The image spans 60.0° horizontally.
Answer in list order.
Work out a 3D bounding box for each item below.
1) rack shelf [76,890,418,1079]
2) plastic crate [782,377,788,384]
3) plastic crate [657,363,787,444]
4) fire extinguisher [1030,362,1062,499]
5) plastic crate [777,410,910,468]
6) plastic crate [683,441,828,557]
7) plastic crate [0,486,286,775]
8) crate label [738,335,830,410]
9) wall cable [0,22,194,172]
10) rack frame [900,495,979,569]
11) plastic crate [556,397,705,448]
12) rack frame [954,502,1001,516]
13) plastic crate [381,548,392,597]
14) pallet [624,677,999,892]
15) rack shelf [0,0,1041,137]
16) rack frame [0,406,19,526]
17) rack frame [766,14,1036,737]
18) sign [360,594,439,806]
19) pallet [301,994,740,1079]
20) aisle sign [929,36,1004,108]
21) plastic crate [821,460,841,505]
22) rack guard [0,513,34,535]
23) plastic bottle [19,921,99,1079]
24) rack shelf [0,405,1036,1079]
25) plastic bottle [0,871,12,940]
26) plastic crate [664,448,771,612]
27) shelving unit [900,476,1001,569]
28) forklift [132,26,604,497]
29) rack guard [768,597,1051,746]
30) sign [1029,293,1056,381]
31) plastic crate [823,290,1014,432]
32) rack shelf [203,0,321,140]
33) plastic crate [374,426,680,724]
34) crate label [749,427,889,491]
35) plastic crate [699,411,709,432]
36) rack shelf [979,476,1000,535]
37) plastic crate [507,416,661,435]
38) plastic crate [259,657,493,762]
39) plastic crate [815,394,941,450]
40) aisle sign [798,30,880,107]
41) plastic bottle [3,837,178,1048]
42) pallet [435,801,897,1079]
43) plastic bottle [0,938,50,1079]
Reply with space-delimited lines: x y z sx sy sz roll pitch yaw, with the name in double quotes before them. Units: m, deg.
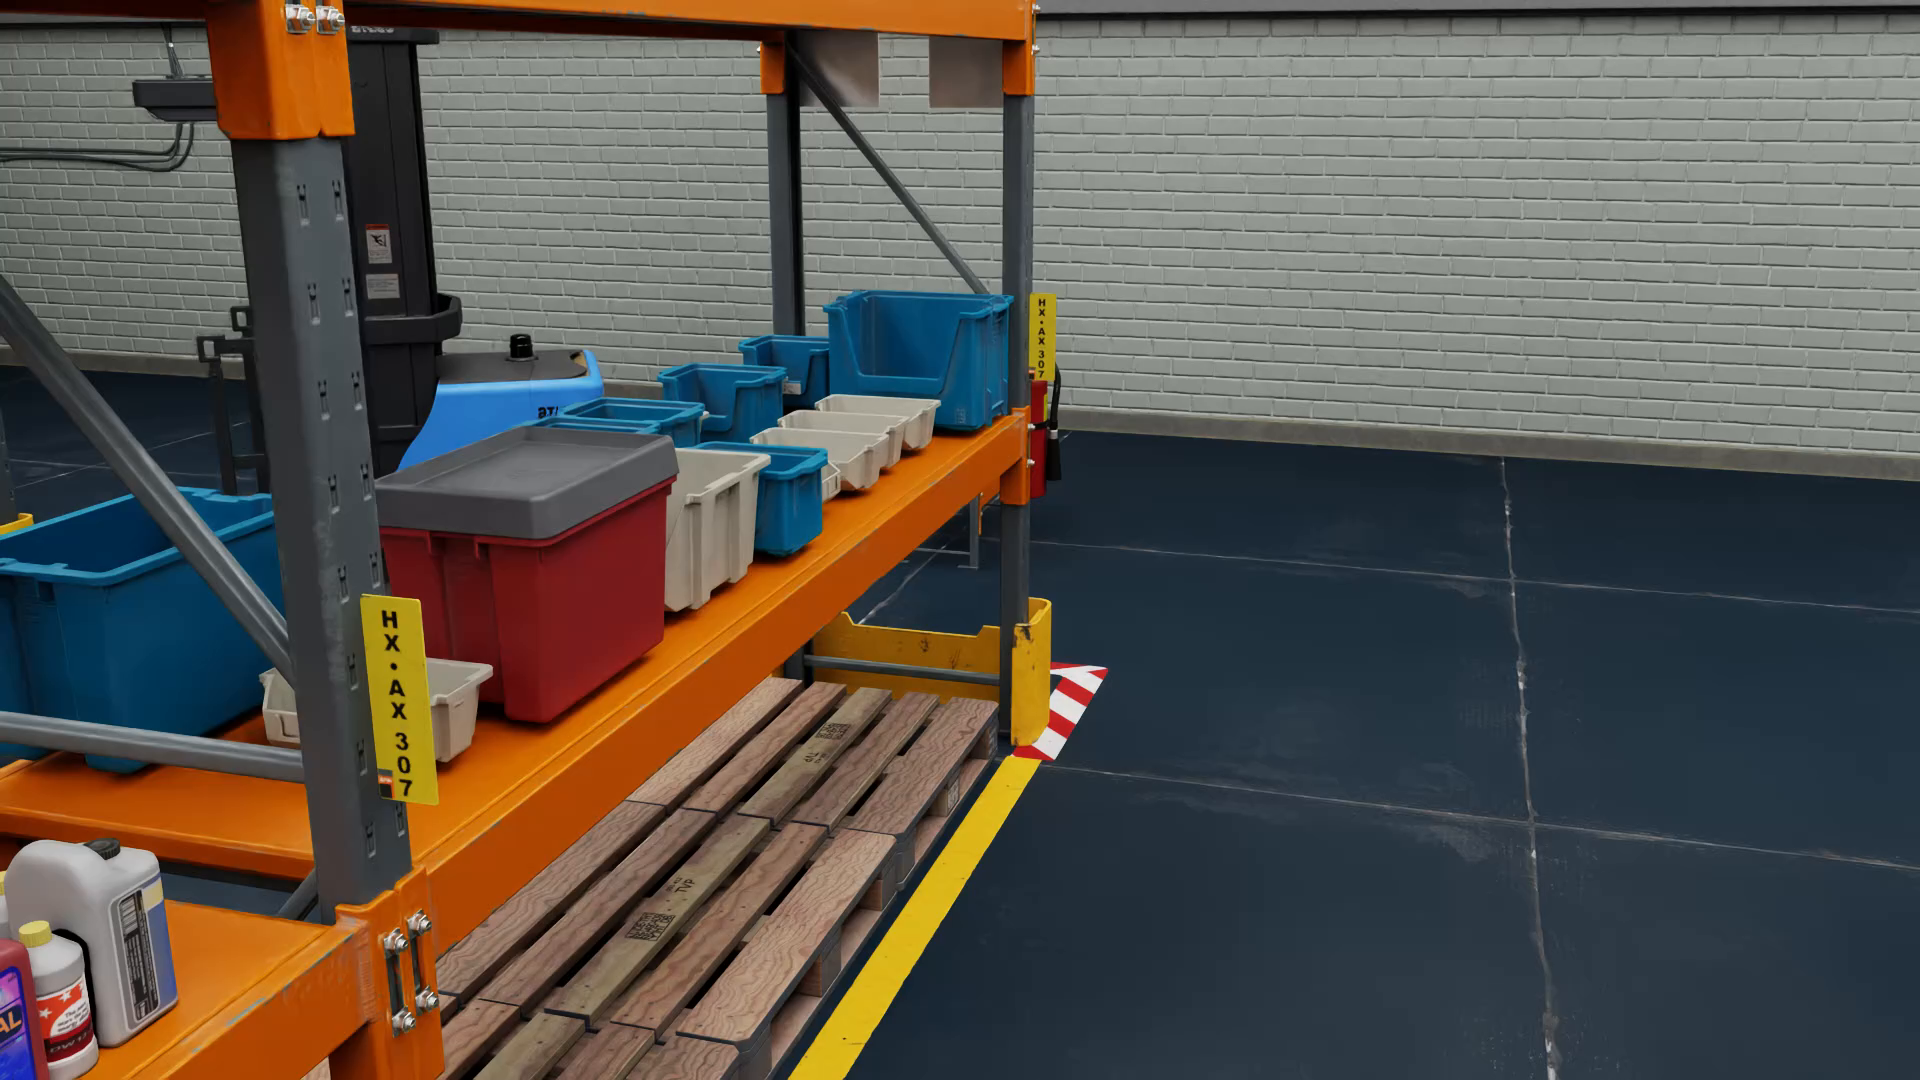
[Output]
"rack shelf" -1.930 1.199 0.922 1.077 0.370 4.000 5 16 16
"plastic crate" -0.781 -0.502 5.975 0.250 0.136 0.298 5 16 16
"plastic crate" -0.798 -0.453 5.628 0.416 0.233 0.300 5 16 16
"fire extinguisher" 0.254 -0.504 6.434 0.296 0.674 0.183 5 16 16
"plastic crate" -0.379 -0.316 5.321 0.396 0.136 0.243 5 16 16
"plastic crate" -0.563 -0.108 4.408 0.416 0.233 0.300 5 16 16
"plastic crate" -1.556 0.160 3.186 0.392 0.384 0.575 5 16 16
"crate label" -0.611 -0.626 6.235 0.416 0.233 0.303 5 16 16
"wall cable" -7.774 -4.329 13.791 3.097 2.526 0.112 5 16 16
"rack frame" -0.143 -0.410 8.713 0.500 1.125 0.032 5 16 16
"plastic crate" -0.985 -0.281 5.020 0.416 0.233 0.300 5 16 16
"rack frame" 0.146 -0.676 9.651 0.500 1.125 0.032 5 16 16
"plastic crate" -1.301 0.120 3.804 0.437 0.125 0.590 5 16 16
"pallet" -0.497 0.838 5.988 1.003 0.211 1.213 5 16 16
"rack shelf" -0.793 -1.290 4.202 1.077 0.370 4.000 5 16 16
"rack frame" -4.973 -1.101 7.716 1.000 3.000 0.127 5 16 16
"rack frame" -0.225 -0.716 6.358 1.000 3.000 0.127 5 16 16
"sign" -0.835 0.240 2.479 0.100 0.325 0.005 5 16 16
"pallet" -1.190 1.476 3.738 1.003 0.211 1.213 5 16 16
"aisle sign" 0.076 -1.963 5.990 0.394 0.787 0.004 5 16 16
"plastic crate" -0.501 -0.163 4.779 0.298 0.136 0.250 5 16 16
"rack guard" -4.995 0.121 7.987 1.175 0.500 0.348 5 16 16
"plastic bottle" -1.170 0.586 2.129 0.097 0.201 0.097 0 16 0
"rack shelf" -0.793 0.153 4.611 1.077 0.370 4.000 5 16 16
"plastic bottle" -1.289 0.549 2.261 0.097 0.201 0.097 0 16 0
"plastic crate" -0.751 -0.027 4.035 0.437 0.282 0.530 5 16 16
"shelving unit" 0.002 -0.543 9.182 0.538 1.125 1.048 5 16 16
"forklift" -3.336 -1.202 8.194 3.031 2.935 1.130 -4 16 -14
"rack guard" -0.231 0.479 6.725 1.175 0.500 0.348 5 16 16
"sign" 0.307 -0.756 6.200 0.100 0.325 0.005 5 16 16
"plastic crate" -0.141 -0.660 5.985 0.616 0.435 0.499 5 16 16
"rack shelf" -1.930 -0.244 0.513 1.077 0.370 4.000 5 16 16
"plastic crate" -0.868 0.056 3.407 0.402 0.464 0.583 5 16 16
"crate label" -0.435 -0.242 5.057 0.396 0.136 0.243 5 16 16
"plastic crate" -0.974 -0.324 5.349 0.250 0.136 0.298 5 16 16
"rack shelf" 0.002 -0.308 9.249 0.538 0.278 1.000 5 16 16
"plastic crate" -1.070 -0.203 4.744 0.416 0.233 0.300 5 16 16
"plastic crate" -1.092 0.317 3.086 0.396 0.136 0.243 5 16 16
"plastic crate" -0.283 -0.391 5.584 0.396 0.136 0.243 5 16 16
"aisle sign" -0.489 -2.009 6.151 0.394 0.787 0.004 5 16 16
"plastic bottle" -1.164 0.518 2.233 0.152 0.276 0.135 5 16 16
"pallet" -0.845 1.156 4.867 1.003 0.211 1.213 5 16 16
"plastic bottle" -1.186 0.578 2.007 0.061 0.283 0.133 5 16 16
